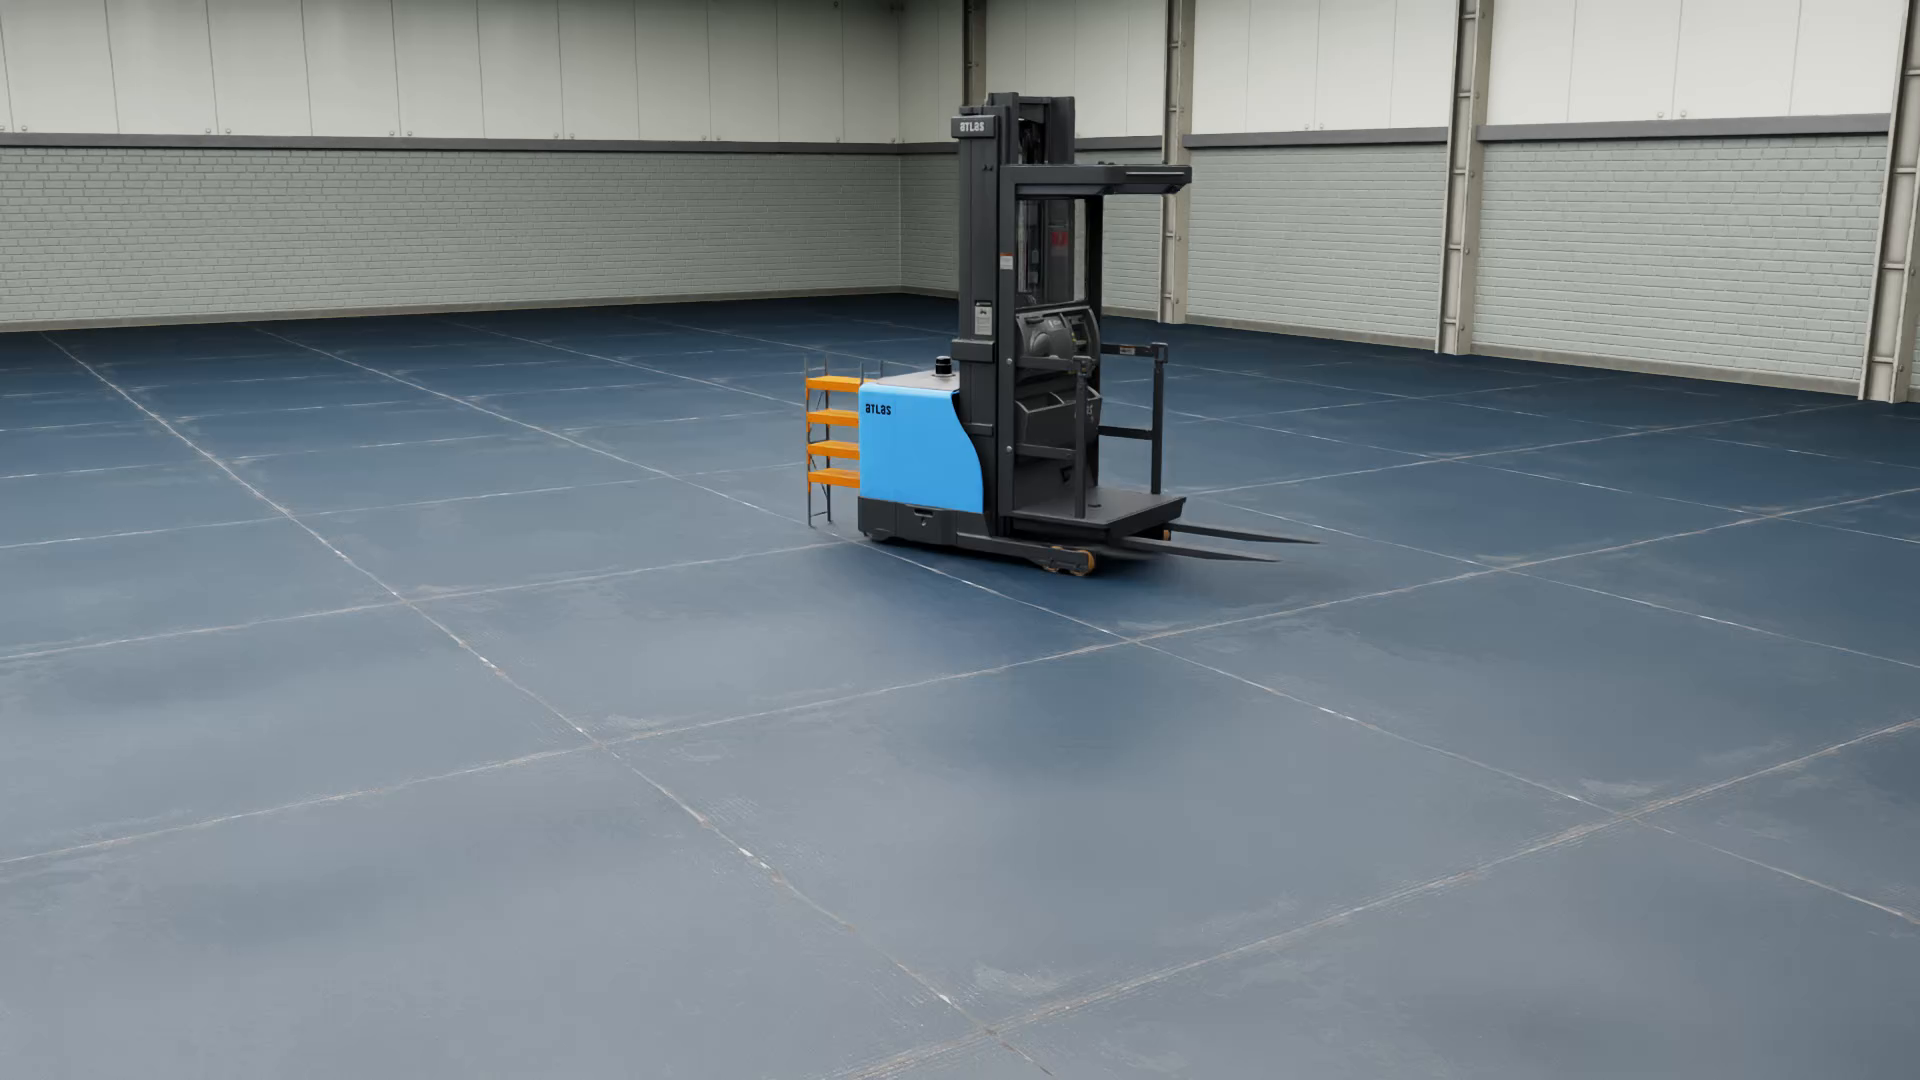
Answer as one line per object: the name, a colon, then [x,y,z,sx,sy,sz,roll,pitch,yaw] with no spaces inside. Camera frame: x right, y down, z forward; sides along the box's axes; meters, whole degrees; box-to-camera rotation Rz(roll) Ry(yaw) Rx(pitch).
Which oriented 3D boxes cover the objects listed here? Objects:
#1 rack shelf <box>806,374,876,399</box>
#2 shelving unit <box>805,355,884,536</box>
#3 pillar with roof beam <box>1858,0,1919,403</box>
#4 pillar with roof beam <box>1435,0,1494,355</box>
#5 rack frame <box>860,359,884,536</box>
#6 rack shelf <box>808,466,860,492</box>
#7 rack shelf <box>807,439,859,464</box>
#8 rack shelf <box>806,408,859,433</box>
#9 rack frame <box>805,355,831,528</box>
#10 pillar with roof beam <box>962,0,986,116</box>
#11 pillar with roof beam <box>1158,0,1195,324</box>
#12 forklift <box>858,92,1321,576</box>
rack shelf: [-0.800,-1.045,11.495,0.480,0.148,0.258,8,15,34]
shelving unit: [-0.800,-0.662,11.579,0.503,1.200,0.258,8,15,34]
pillar with roof beam: [6.660,-5.439,15.170,9.100,9.000,0.400,-8,15,-33]
pillar with roof beam: [3.336,-6.506,20.050,9.100,9.000,0.400,-8,15,-33]
rack frame: [-0.600,-0.632,11.443,0.015,1.200,0.240,8,15,34]
rack shelf: [-0.800,-0.402,11.635,0.480,0.148,0.258,8,15,34]
rack shelf: [-0.800,-0.596,11.593,0.480,0.148,0.258,8,15,34]
rack shelf: [-0.800,-0.814,11.545,0.480,0.148,0.258,8,15,34]
rack frame: [-1.001,-0.691,11.714,0.015,1.200,0.240,8,15,34]
pillar with roof beam: [-3.313,-8.640,29.809,9.100,9.000,0.400,-8,15,-33]
pillar with roof beam: [0.011,-7.573,24.929,9.100,9.000,0.400,-8,15,-33]
forklift: [0.805,-1.335,10.604,3.031,2.935,1.130,8,15,34]
